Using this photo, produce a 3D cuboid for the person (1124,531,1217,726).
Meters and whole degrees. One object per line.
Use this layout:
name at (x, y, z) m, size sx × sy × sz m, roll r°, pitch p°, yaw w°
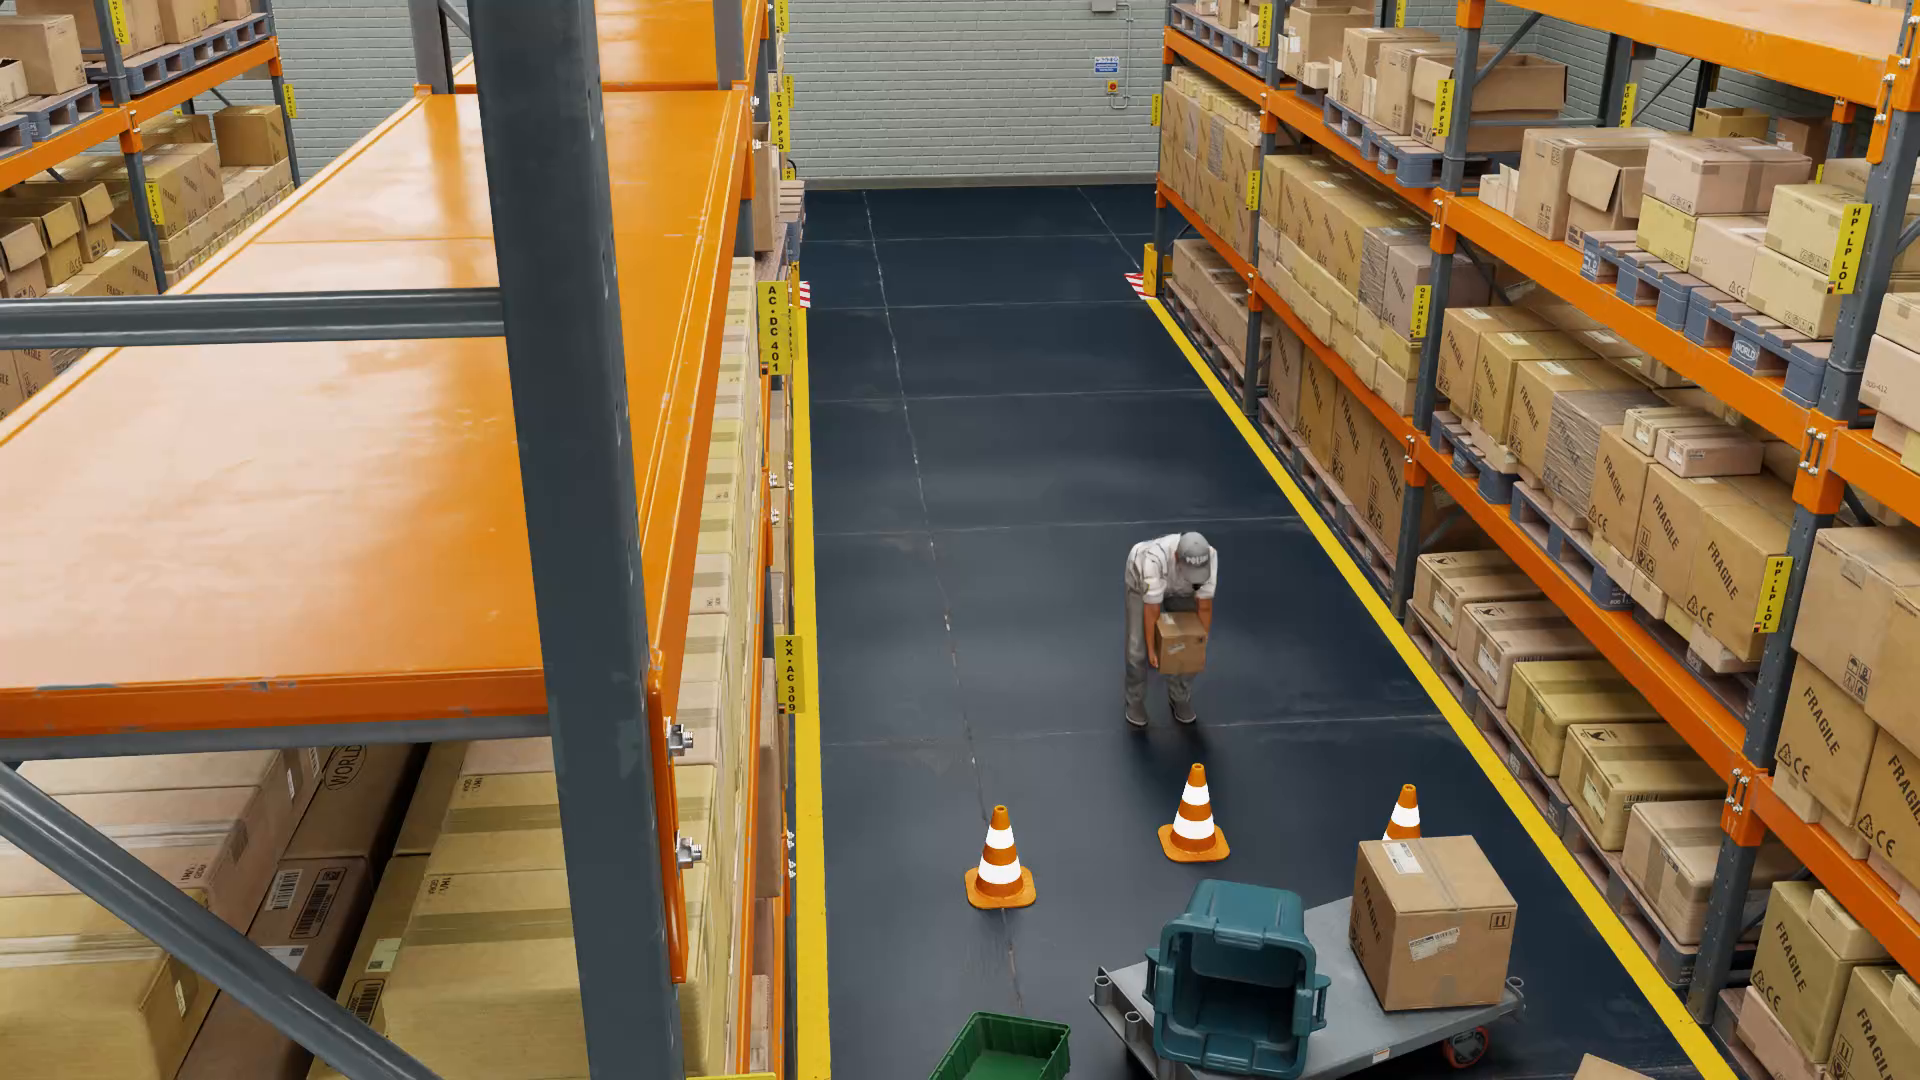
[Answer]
person at (1.195, 0.470, 9.418) m, size 0.464 × 1.363 × 0.858 m, roll -3°, pitch 24°, yaw -7°
